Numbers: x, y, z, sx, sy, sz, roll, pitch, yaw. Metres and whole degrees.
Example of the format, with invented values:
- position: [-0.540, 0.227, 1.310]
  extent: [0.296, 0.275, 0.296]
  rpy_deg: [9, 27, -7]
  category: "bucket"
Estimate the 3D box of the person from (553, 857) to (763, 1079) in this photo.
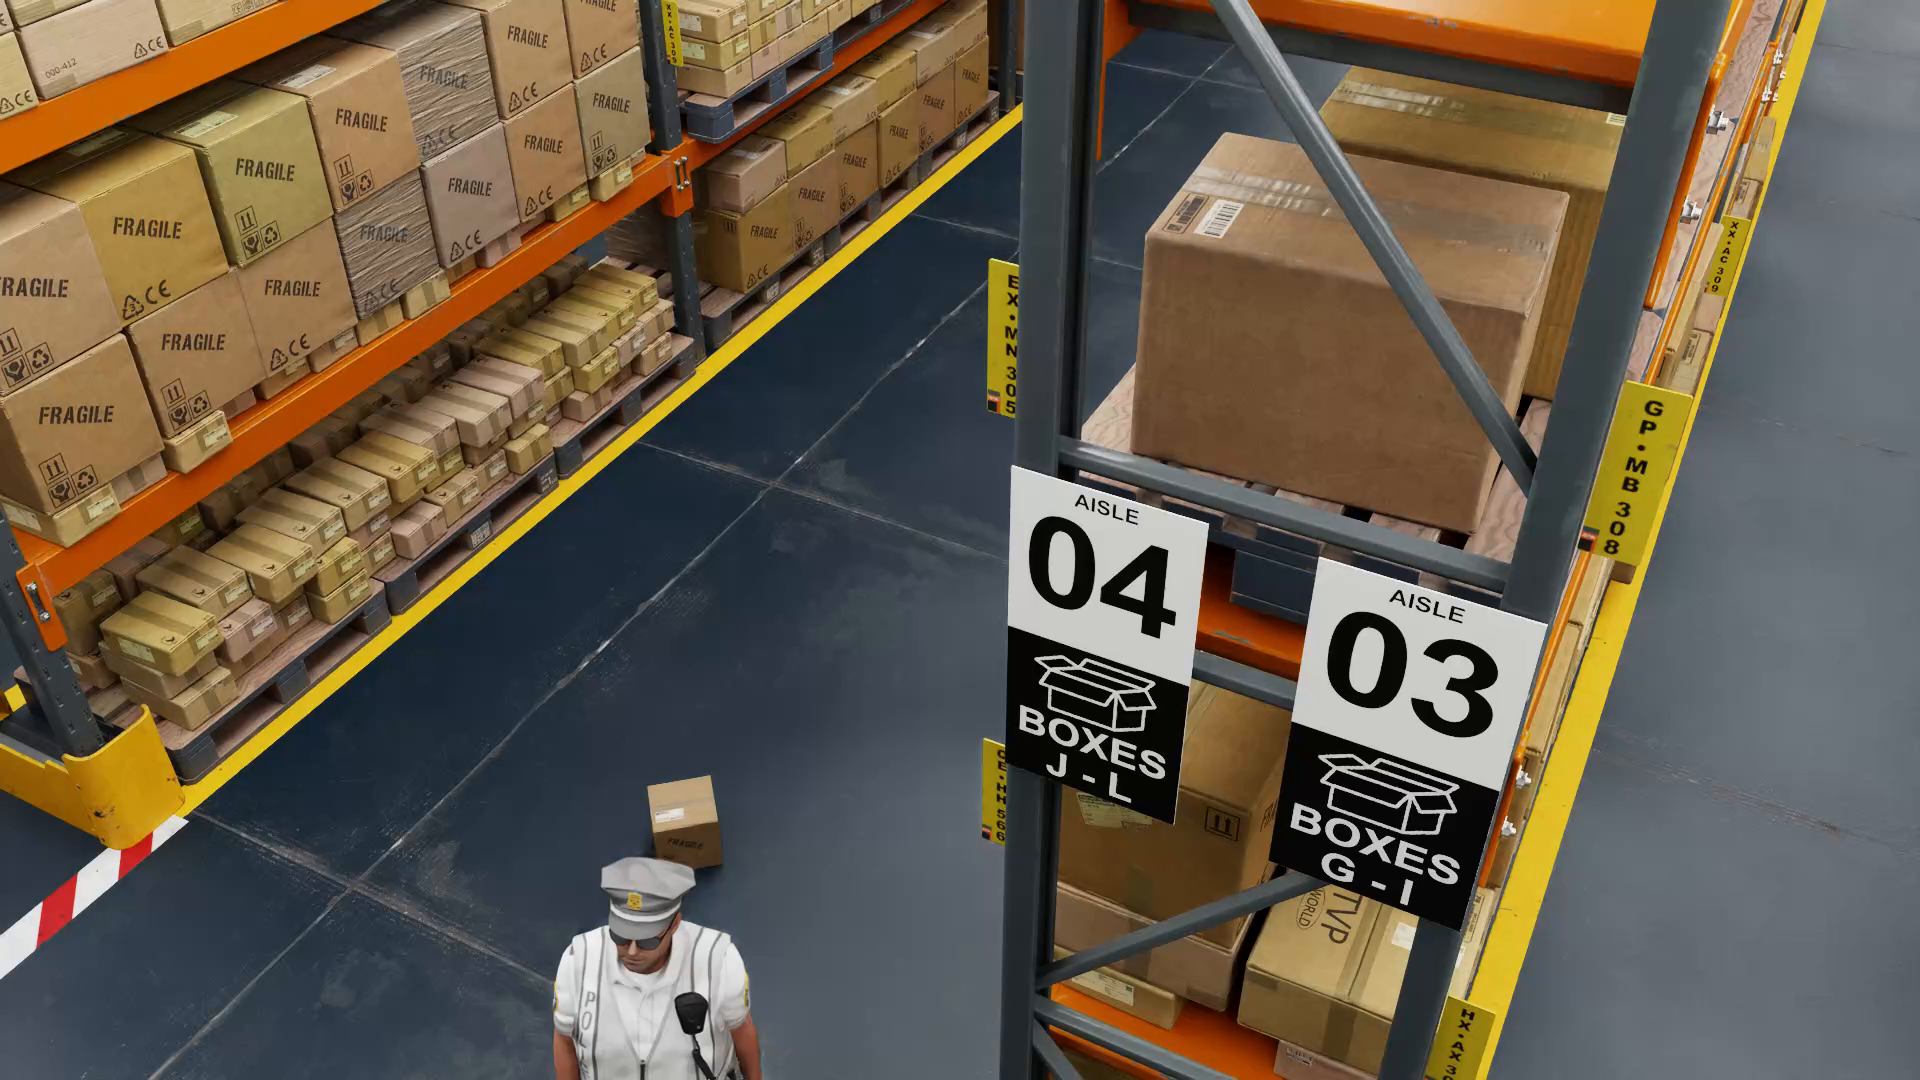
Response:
- position: [-0.844, 1.546, 4.710]
  extent: [0.554, 1.736, 0.883]
  rpy_deg: [1, 38, 1]
  category: "person"
